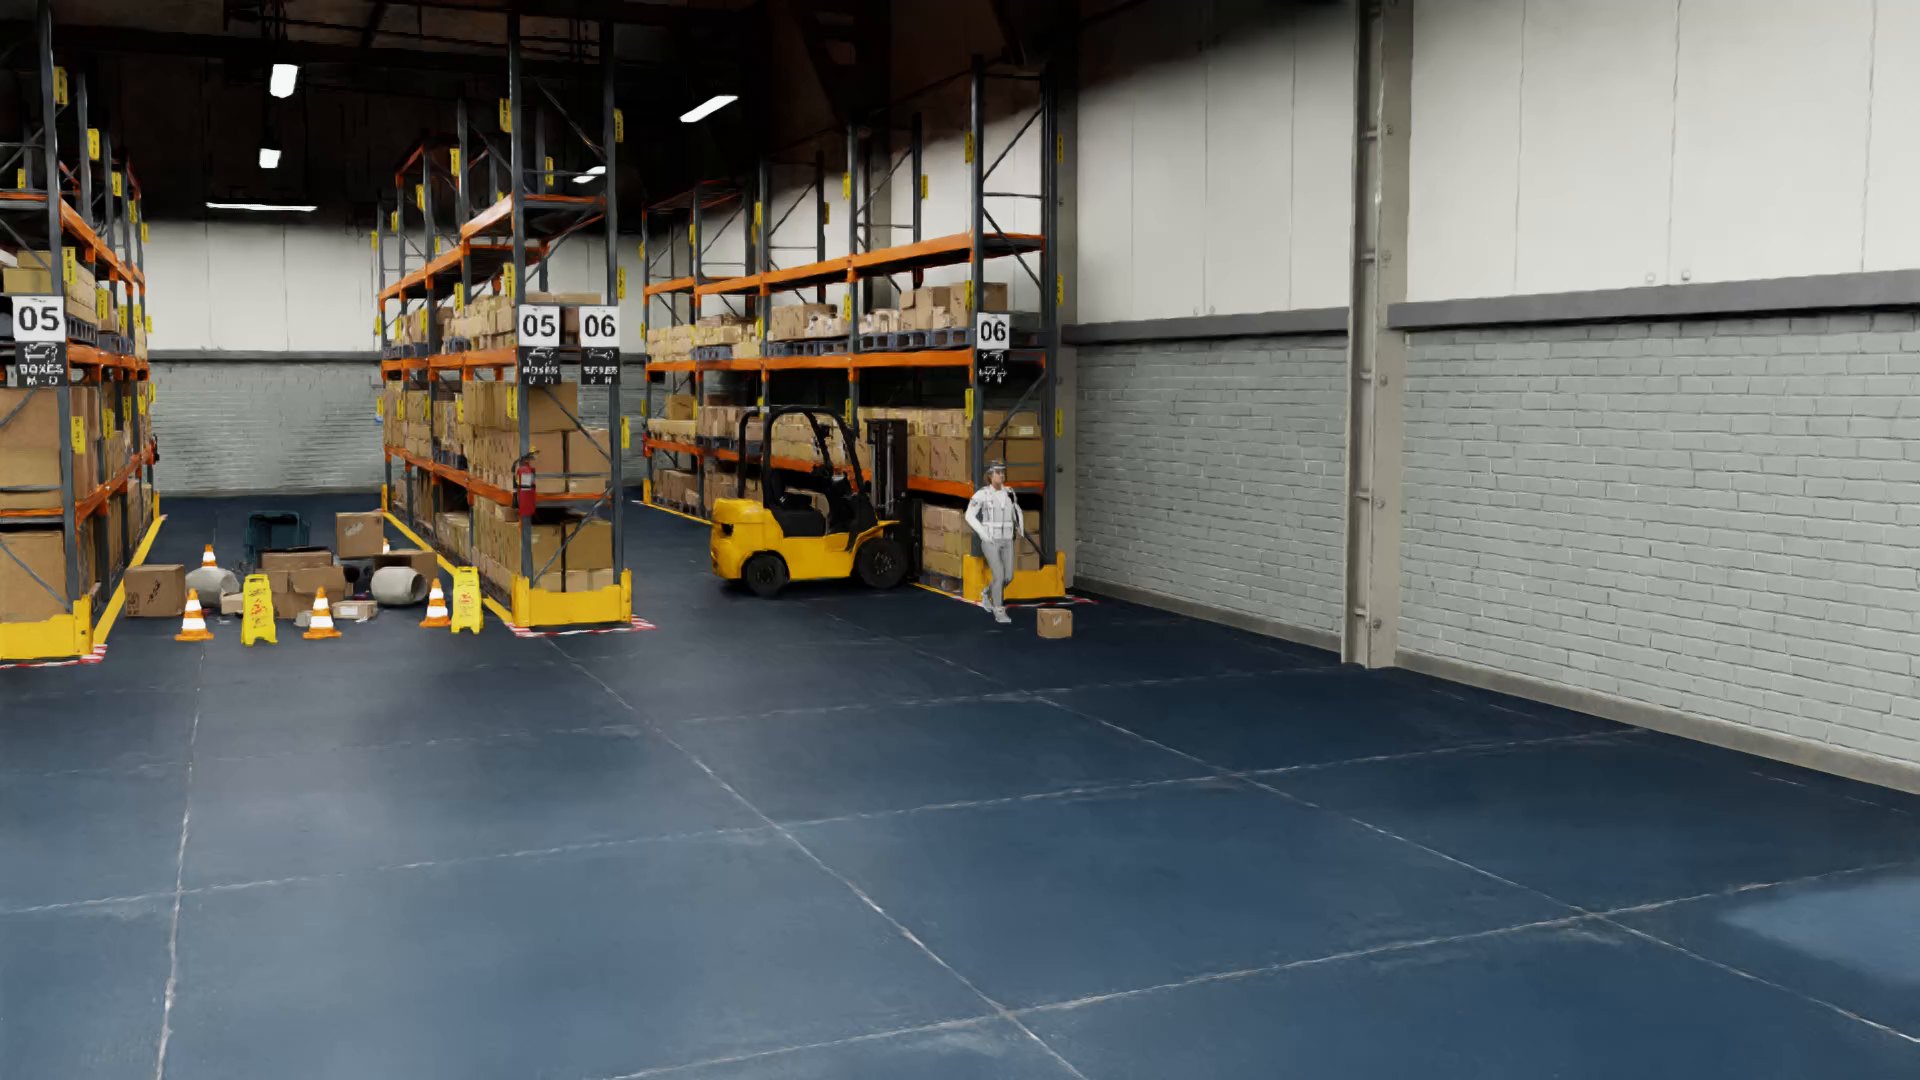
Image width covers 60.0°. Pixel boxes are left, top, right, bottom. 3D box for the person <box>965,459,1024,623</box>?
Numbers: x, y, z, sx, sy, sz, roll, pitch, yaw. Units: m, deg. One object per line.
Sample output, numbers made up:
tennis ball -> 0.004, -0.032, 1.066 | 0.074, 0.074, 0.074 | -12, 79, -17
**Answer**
person -> 0.382, -0.003, 16.979 | 0.635, 1.661, 0.578 | -2, 6, -24
